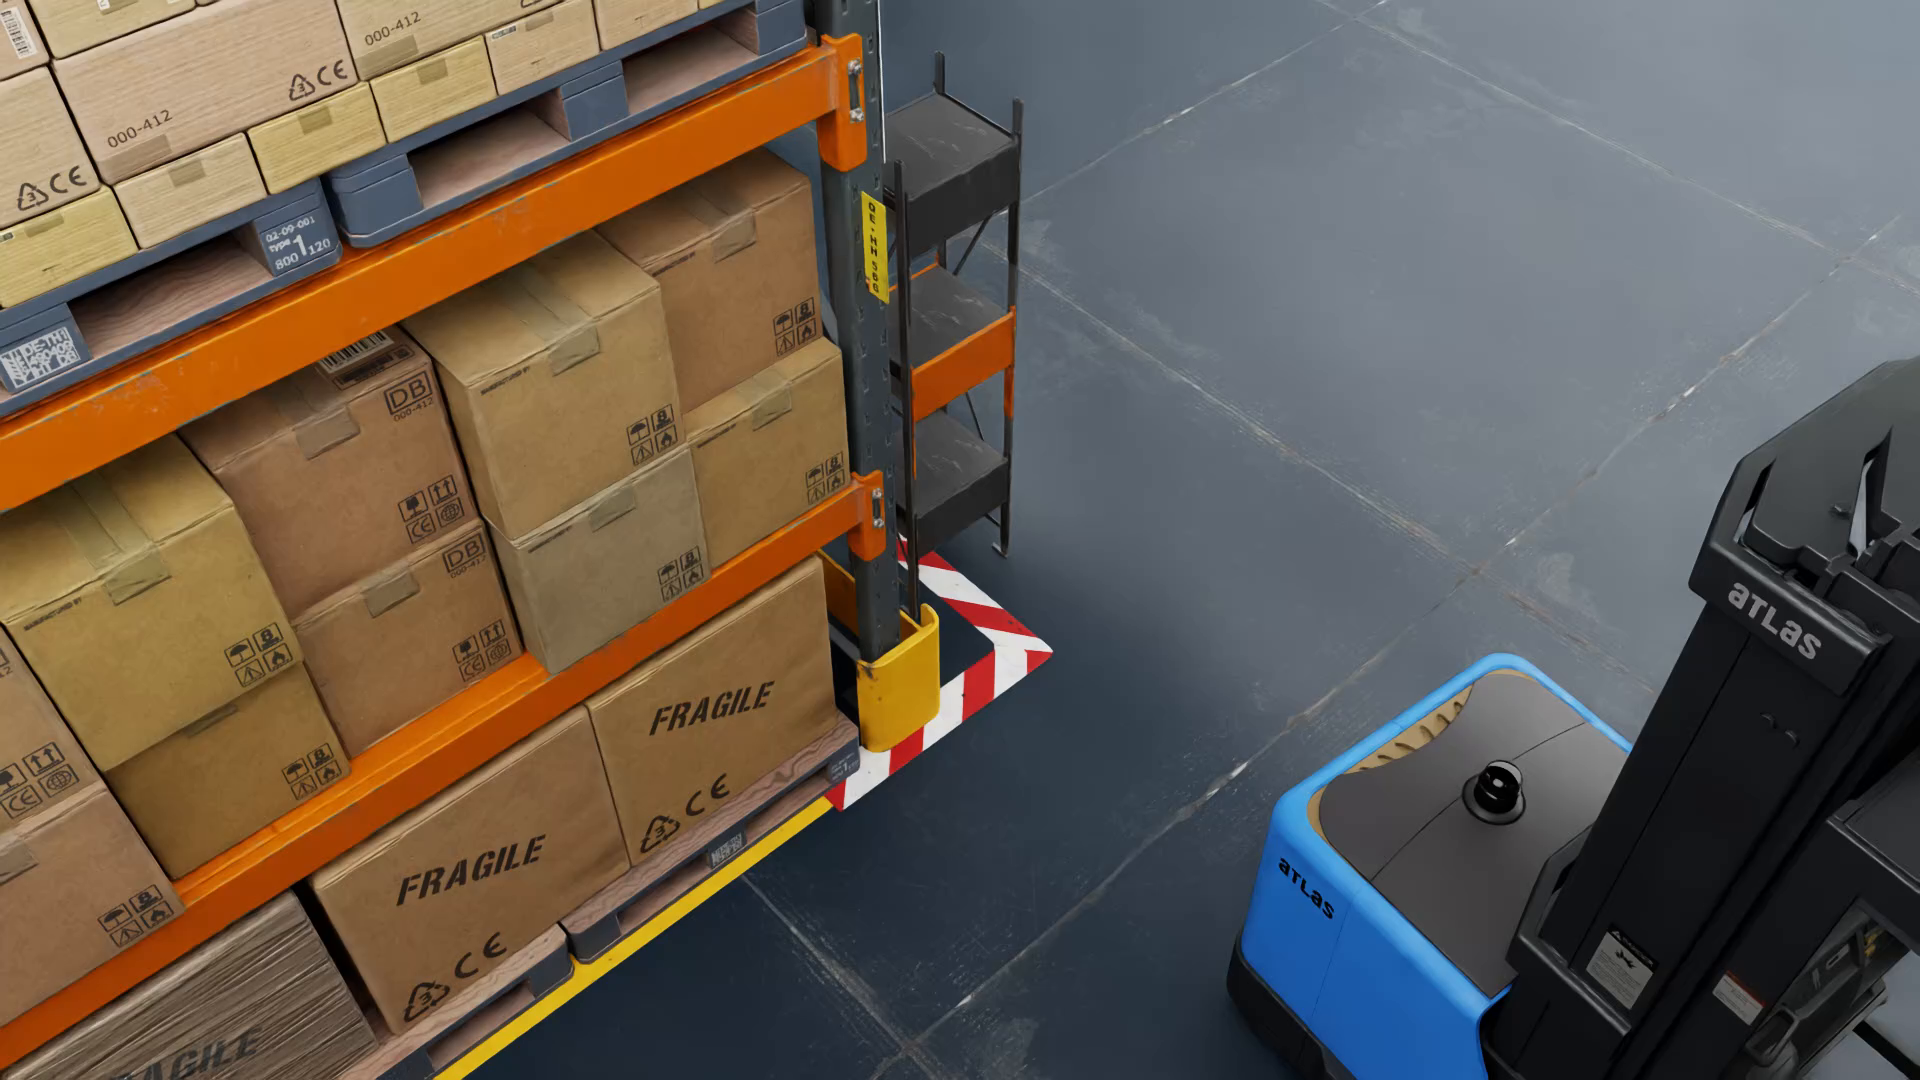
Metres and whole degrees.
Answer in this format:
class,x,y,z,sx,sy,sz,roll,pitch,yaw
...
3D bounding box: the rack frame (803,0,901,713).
class,x,y,z,sx,sy,sz,roll,pitch,yaw
rack frame,-0.585,-0.615,5.277,0.127,3.000,1.000,-34,56,-27

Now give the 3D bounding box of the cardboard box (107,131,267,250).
class,x,y,z,sx,sy,sz,roll,pitch,yaw
cardboard box,-1.543,-0.747,3.174,0.250,0.149,0.380,-33,55,-27

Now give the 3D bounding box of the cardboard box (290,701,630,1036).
class,x,y,z,sx,sy,sz,roll,pitch,yaw
cardboard box,-1.692,0.770,5.158,0.875,0.875,0.875,-35,56,-28

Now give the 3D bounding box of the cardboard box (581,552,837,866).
class,x,y,z,sx,sy,sz,roll,pitch,yaw
cardboard box,-1.042,0.334,5.561,0.875,0.875,0.875,-33,56,-27

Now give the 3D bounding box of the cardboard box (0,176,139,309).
class,x,y,z,sx,sy,sz,roll,pitch,yaw
cardboard box,-1.732,-0.621,3.058,0.250,0.149,0.380,-33,55,-27

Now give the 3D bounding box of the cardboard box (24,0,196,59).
class,x,y,z,sx,sy,sz,roll,pitch,yaw
cardboard box,-1.547,-1.014,2.879,0.250,0.149,0.380,-35,56,-28

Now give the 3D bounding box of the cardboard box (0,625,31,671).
class,x,y,z,sx,sy,sz,roll,pitch,yaw
cardboard box,-3.512,0.438,6.165,0.258,0.266,0.396,-25,52,-21

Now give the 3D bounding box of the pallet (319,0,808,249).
class,x,y,z,sx,sy,sz,roll,pitch,yaw
pallet,-1.127,-1.230,3.863,1.213,0.211,1.003,-34,56,-27

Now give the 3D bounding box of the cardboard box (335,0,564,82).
class,x,y,z,sx,sy,sz,roll,pitch,yaw
cardboard box,-1.130,-1.218,3.338,0.500,0.250,0.500,-34,56,-27

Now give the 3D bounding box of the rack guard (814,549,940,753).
class,x,y,z,sx,sy,sz,roll,pitch,yaw
rack guard,-0.567,0.221,6.206,0.348,0.500,1.175,-34,56,-27

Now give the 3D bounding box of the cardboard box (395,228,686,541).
class,x,y,z,sx,sy,sz,roll,pitch,yaw
cardboard box,-1.230,-0.548,4.378,0.550,0.550,0.875,-34,56,-27

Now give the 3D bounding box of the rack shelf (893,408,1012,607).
class,x,y,z,sx,sy,sz,roll,pitch,yaw
rack shelf,-0.122,-0.146,6.427,0.480,0.518,0.431,-34,56,-27

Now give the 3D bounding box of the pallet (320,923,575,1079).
class,x,y,z,sx,sy,sz,roll,pitch,yaw
pallet,-2.026,1.368,5.344,1.213,0.211,1.003,-34,56,-27

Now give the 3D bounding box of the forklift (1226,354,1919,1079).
class,x,y,z,sx,sy,sz,roll,pitch,yaw
forklift,2.134,1.131,3.712,1.130,2.935,3.031,-28,53,-24

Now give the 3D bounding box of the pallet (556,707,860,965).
class,x,y,z,sx,sy,sz,roll,pitch,yaw
pallet,-1.124,0.768,5.897,1.213,0.211,1.003,-34,56,-27

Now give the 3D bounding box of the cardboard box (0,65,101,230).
class,x,y,z,sx,sy,sz,roll,pitch,yaw
cardboard box,-1.875,-0.721,2.879,0.500,0.250,0.500,-33,55,-27

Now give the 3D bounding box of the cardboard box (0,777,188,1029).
class,x,y,z,sx,sy,sz,roll,pitch,yaw
cardboard box,-2.409,0.636,4.021,0.550,0.550,0.875,-34,56,-27

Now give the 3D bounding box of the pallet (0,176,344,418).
class,x,y,z,sx,sy,sz,roll,pitch,yaw
pallet,-2.030,-0.623,3.304,1.213,0.211,1.003,-34,56,-27

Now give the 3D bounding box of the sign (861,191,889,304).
class,x,y,z,sx,sy,sz,roll,pitch,yaw
sign,-0.230,-0.786,4.485,0.005,0.325,0.100,-34,56,-27

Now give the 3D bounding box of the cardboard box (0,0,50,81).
class,x,y,z,sx,sy,sz,roll,pitch,yaw
cardboard box,-1.734,-0.889,2.763,0.250,0.149,0.380,-33,55,-27

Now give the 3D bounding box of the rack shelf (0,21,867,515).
class,x,y,z,sx,sy,sz,roll,pitch,yaw
rack shelf,-2.065,-0.400,3.526,4.000,0.370,1.077,-34,56,-27

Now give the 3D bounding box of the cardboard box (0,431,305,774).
class,x,y,z,sx,sy,sz,roll,pitch,yaw
cardboard box,-2.041,-0.012,3.883,0.500,0.550,0.875,-34,56,-27

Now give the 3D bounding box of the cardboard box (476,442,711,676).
class,x,y,z,sx,sy,sz,roll,pitch,yaw
cardboard box,-1.221,-0.174,4.768,0.550,0.550,0.875,-34,56,-27

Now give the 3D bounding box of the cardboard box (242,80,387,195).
class,x,y,z,sx,sy,sz,roll,pitch,yaw
cardboard box,-1.356,-0.871,3.289,0.250,0.149,0.380,-35,56,-28

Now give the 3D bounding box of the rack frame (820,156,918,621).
class,x,y,z,sx,sy,sz,roll,pitch,yaw
rack frame,-0.303,-0.510,5.791,0.015,2.100,0.400,-34,56,-27

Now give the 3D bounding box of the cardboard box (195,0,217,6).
class,x,y,z,sx,sy,sz,roll,pitch,yaw
cardboard box,-1.357,-1.142,2.996,0.250,0.149,0.380,-34,56,-27

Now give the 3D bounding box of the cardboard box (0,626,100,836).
class,x,y,z,sx,sy,sz,roll,pitch,yaw
cardboard box,-2.428,0.254,3.637,0.550,0.550,0.875,-34,56,-27

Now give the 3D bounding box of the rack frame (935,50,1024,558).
class,x,y,z,sx,sy,sz,roll,pitch,yaw
rack frame,0.058,-0.751,6.014,0.015,2.100,0.400,-34,56,-27

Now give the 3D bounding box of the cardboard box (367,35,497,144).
class,x,y,z,sx,sy,sz,roll,pitch,yaw
cardboard box,-1.167,-0.999,3.407,0.250,0.149,0.380,-33,55,-27

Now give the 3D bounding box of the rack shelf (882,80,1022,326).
class,x,y,z,sx,sy,sz,roll,pitch,yaw
rack shelf,-0.122,-1.096,5.398,0.480,0.518,0.431,-34,56,-27

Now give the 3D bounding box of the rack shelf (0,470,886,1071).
class,x,y,z,sx,sy,sz,roll,pitch,yaw
rack shelf,-2.065,0.618,4.629,4.000,0.370,1.077,-34,56,-27

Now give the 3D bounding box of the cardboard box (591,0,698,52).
class,x,y,z,sx,sy,sz,roll,pitch,yaw
cardboard box,-0.790,-1.251,3.639,0.250,0.149,0.380,-33,55,-27

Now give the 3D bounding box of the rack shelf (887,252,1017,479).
class,x,y,z,sx,sy,sz,roll,pitch,yaw
rack shelf,-0.122,-0.621,5.913,0.480,0.518,0.431,-34,56,-27

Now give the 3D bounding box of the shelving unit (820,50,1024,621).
class,x,y,z,sx,sy,sz,roll,pitch,yaw
shelving unit,-0.122,-0.630,5.903,0.503,2.100,0.431,-34,56,-27

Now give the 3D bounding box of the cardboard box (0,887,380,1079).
class,x,y,z,sx,sy,sz,roll,pitch,yaw
cardboard box,-2.368,1.220,4.743,0.875,0.875,0.875,-33,56,-27

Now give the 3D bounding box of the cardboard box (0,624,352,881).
class,x,y,z,sx,sy,sz,roll,pitch,yaw
cardboard box,-2.084,0.319,4.313,0.500,0.550,0.875,-34,56,-27

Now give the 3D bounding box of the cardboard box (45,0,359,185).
class,x,y,z,sx,sy,sz,roll,pitch,yaw
cardboard box,-1.502,-0.970,3.109,0.500,0.250,0.500,-34,56,-27

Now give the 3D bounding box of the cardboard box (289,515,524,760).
class,x,y,z,sx,sy,sz,roll,pitch,yaw
cardboard box,-1.720,0.034,4.575,0.550,0.550,0.875,-34,56,-27

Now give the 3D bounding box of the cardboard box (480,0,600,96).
class,x,y,z,sx,sy,sz,roll,pitch,yaw
cardboard box,-0.979,-1.123,3.522,0.250,0.149,0.380,-33,55,-27

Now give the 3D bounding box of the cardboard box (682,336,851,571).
class,x,y,z,sx,sy,sz,roll,pitch,yaw
cardboard box,-0.829,-0.458,5.029,0.550,0.550,0.875,-34,56,-27

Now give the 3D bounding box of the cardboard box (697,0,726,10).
class,x,y,z,sx,sy,sz,roll,pitch,yaw
cardboard box,-0.603,-1.375,3.754,0.250,0.149,0.380,-34,56,-27

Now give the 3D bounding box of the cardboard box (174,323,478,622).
class,x,y,z,sx,sy,sz,roll,pitch,yaw
cardboard box,-1.736,-0.345,4.190,0.550,0.550,0.875,-34,56,-27

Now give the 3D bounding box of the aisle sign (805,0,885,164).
class,x,y,z,sx,sy,sz,roll,pitch,yaw
aisle sign,-0.331,-1.369,4.203,0.004,0.787,0.394,-34,56,-27

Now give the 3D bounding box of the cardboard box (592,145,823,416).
class,x,y,z,sx,sy,sz,roll,pitch,yaw
cardboard box,-0.886,-0.870,4.675,0.550,0.550,0.875,-34,56,-27
